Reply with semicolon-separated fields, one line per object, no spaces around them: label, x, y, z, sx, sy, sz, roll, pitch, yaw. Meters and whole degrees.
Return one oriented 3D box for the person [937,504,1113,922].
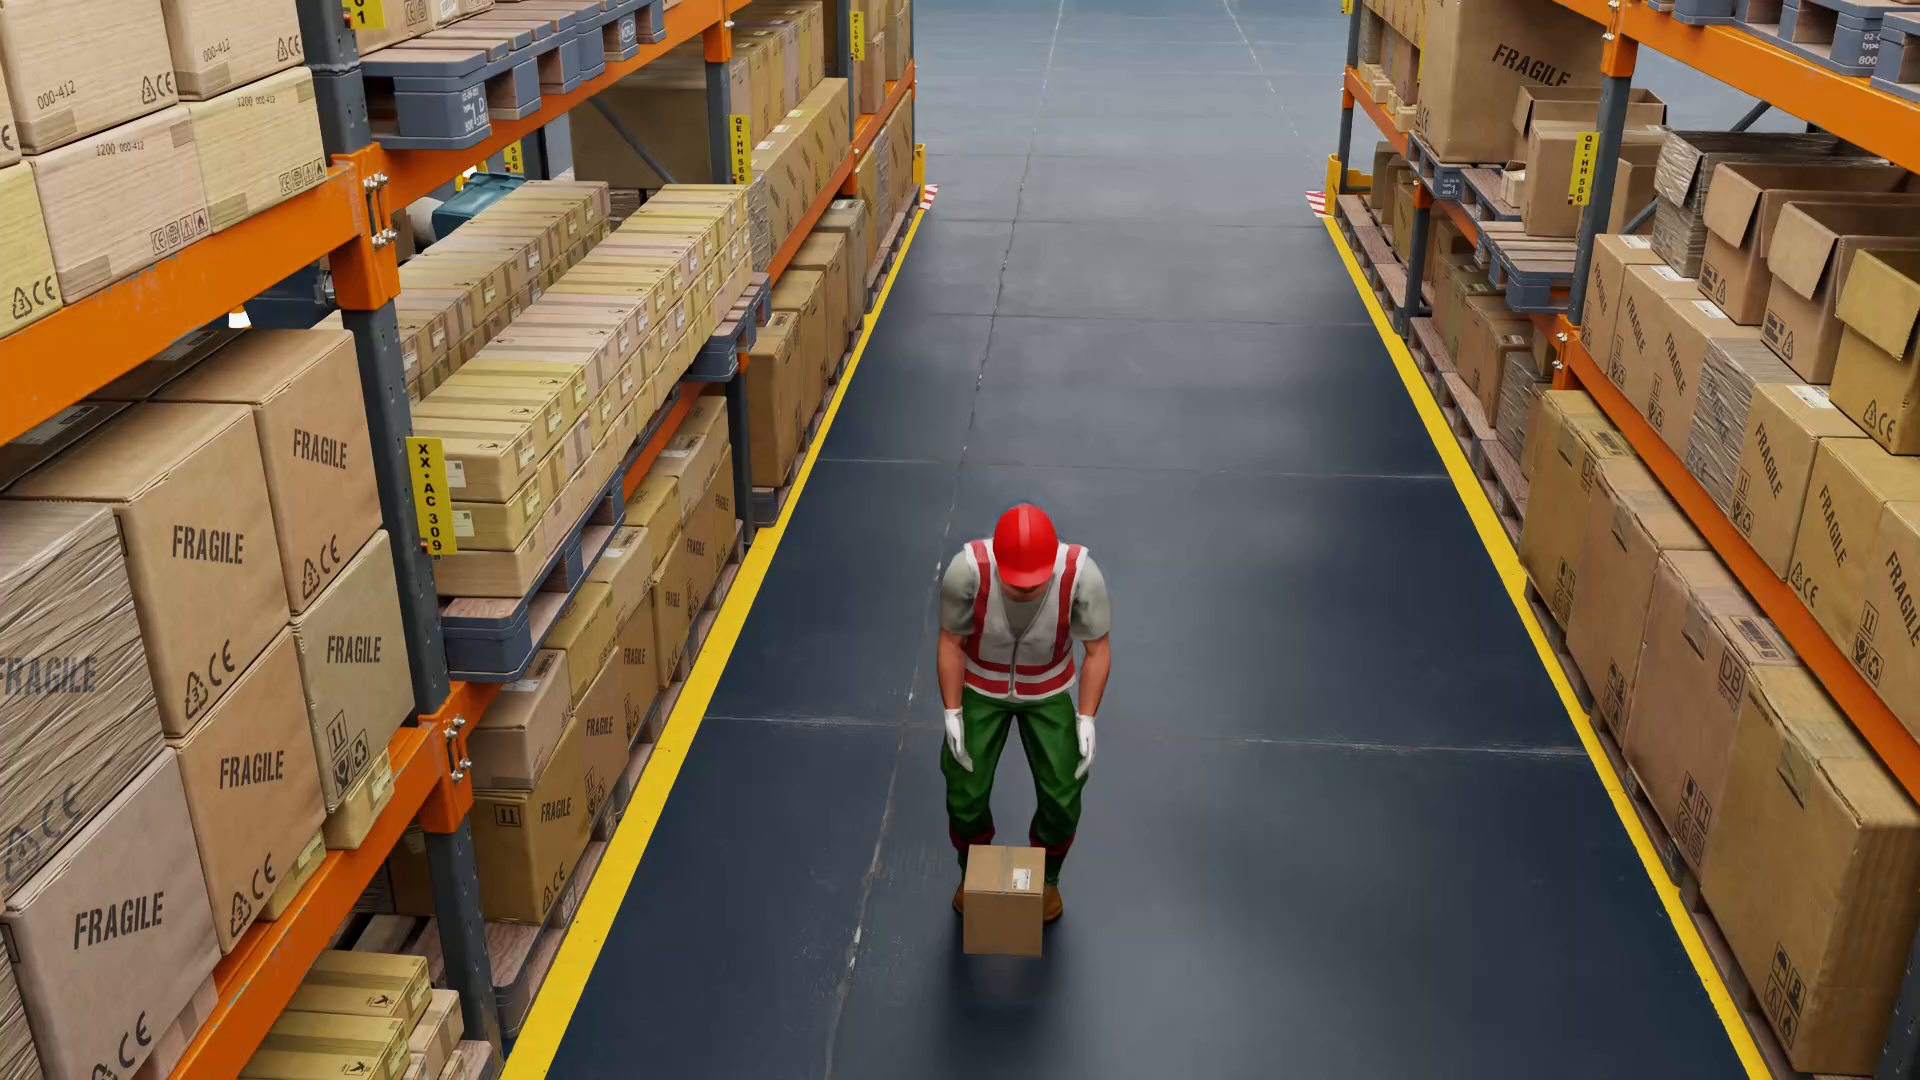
person;0.212;0.560;5.561;0.572;1.604;0.625;2;24;5
